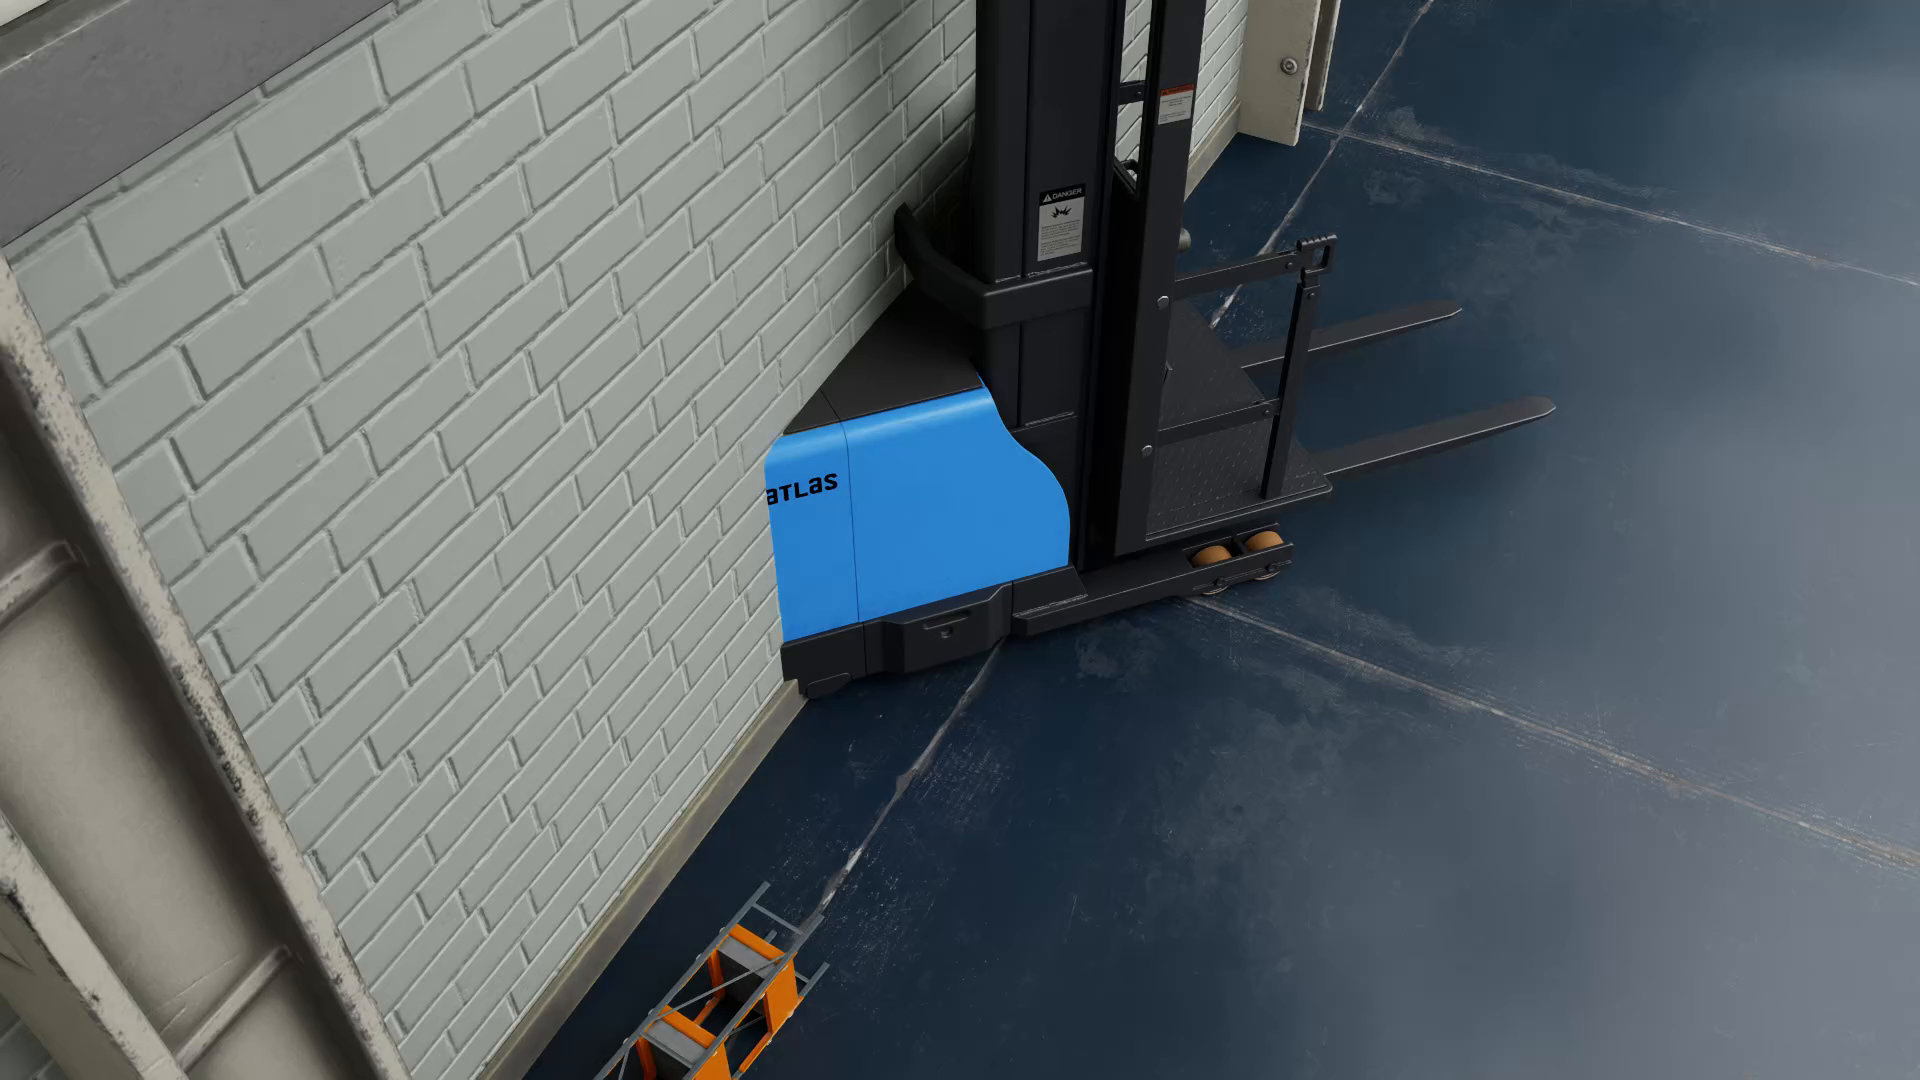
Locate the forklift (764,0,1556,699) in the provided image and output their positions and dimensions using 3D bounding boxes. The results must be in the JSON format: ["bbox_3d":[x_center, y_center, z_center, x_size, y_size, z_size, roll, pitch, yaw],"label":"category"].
[{"bbox_3d":[0.584,-1.186,4.862,3.031,2.935,1.130,-15,47,-14],"label":"forklift"}]

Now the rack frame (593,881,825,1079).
[{"bbox_3d":[-0.732,1.273,4.139,0.200,0.008,1.050,25,50,23],"label":"rack frame"}]

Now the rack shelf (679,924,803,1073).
[{"bbox_3d":[-0.581,1.196,4.386,0.215,0.240,0.259,25,50,23],"label":"rack shelf"}]

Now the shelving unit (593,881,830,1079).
[{"bbox_3d":[-0.732,1.358,4.226,0.215,0.252,1.050,25,50,23],"label":"shelving unit"}]

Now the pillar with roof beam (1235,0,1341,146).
[{"bbox_3d":[5.275,-3.694,3.074,9.100,9.000,0.400,20,49,19],"label":"pillar with roof beam"}]

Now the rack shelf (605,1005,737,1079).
[{"bbox_3d":[-0.737,1.365,4.220,0.215,0.240,0.259,25,50,23],"label":"rack shelf"}]

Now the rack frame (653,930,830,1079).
[{"bbox_3d":[-0.732,1.444,4.313,0.200,0.008,1.050,25,50,23],"label":"rack frame"}]
